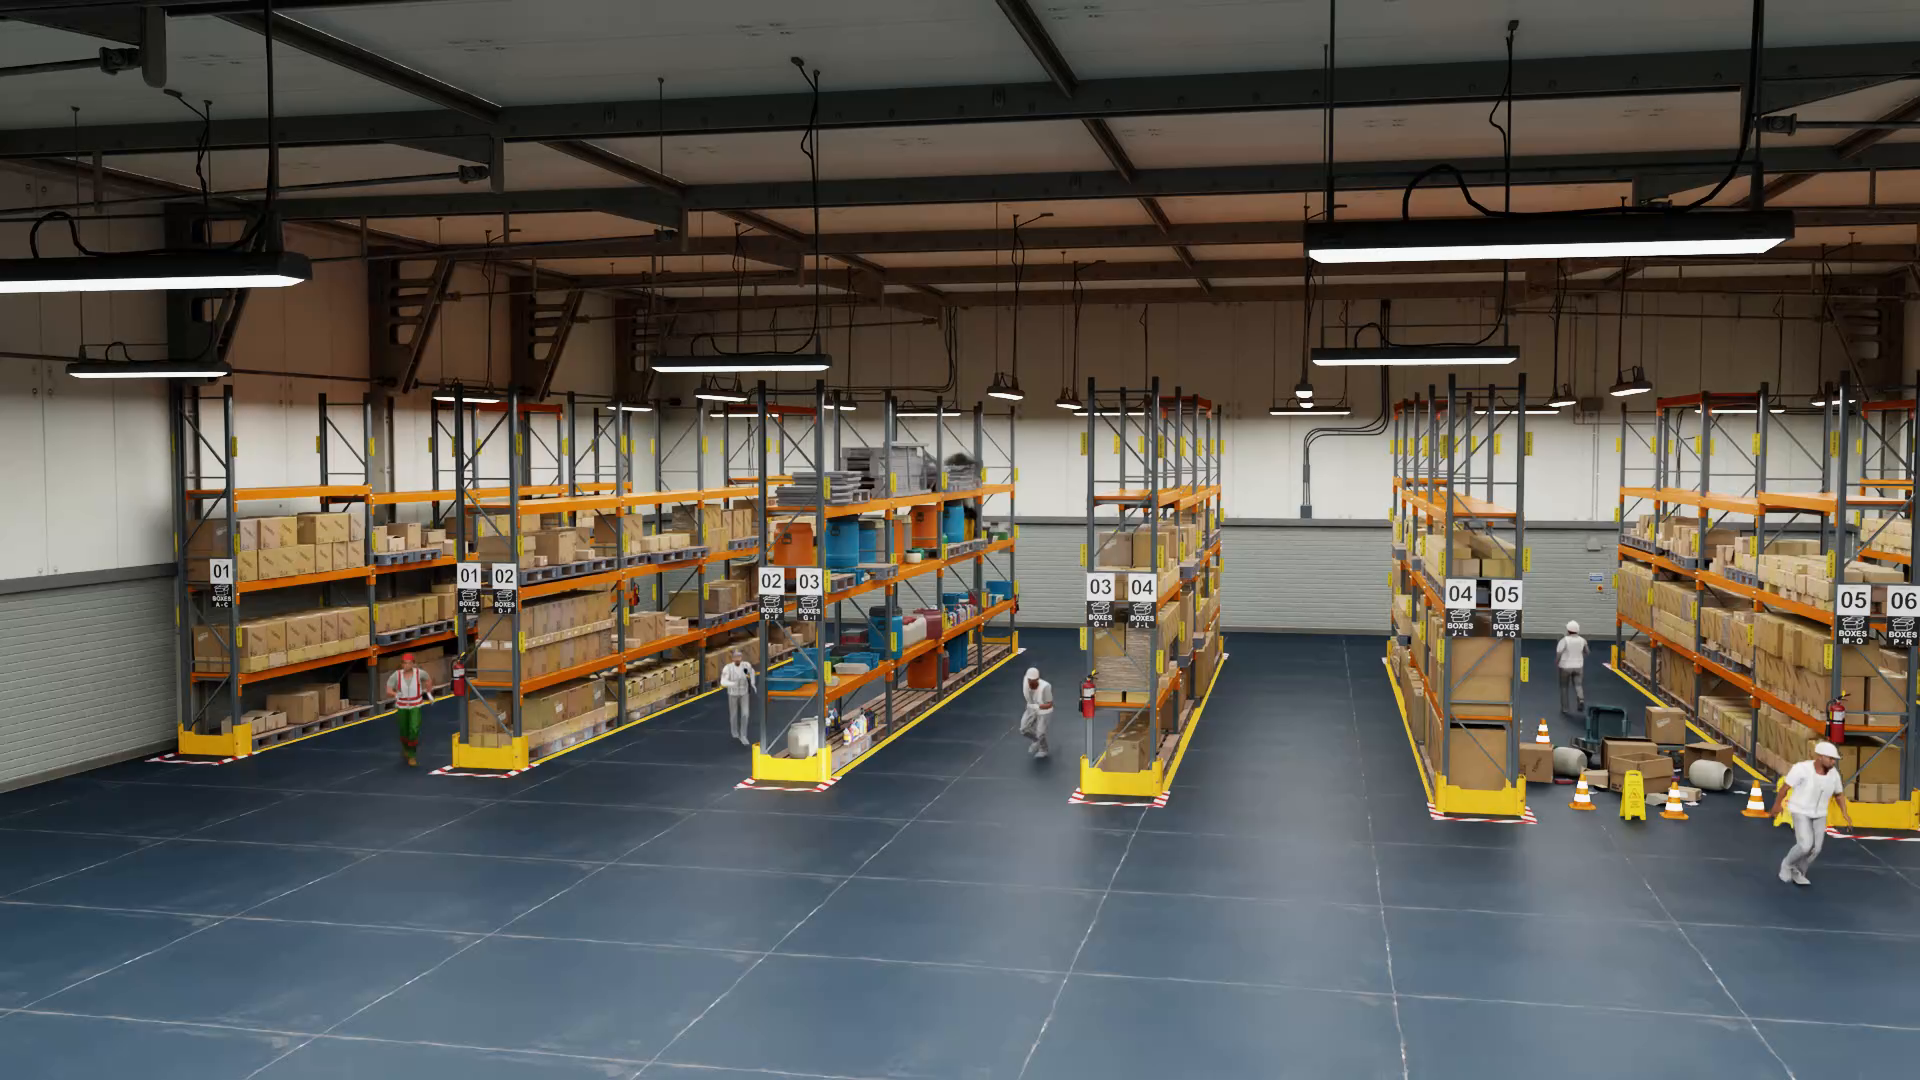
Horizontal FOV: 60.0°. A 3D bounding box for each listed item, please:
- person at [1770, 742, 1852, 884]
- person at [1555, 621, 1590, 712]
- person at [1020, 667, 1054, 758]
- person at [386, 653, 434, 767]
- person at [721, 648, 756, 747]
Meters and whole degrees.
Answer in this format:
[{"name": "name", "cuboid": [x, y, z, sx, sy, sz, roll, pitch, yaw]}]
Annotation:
[{"name": "person", "cuboid": [9.644, 3.094, 18.826, 0.671, 1.684, 0.667, 0, 3, -7]}, {"name": "person", "cuboid": [11.438, 2.381, 31.091, 0.657, 1.749, 0.905, 0, 3, 6]}, {"name": "person", "cuboid": [1.211, 2.743, 26.413, 0.720, 1.526, 1.022, 2, 4, 30]}, {"name": "person", "cuboid": [-8.698, 2.656, 26.319, 0.706, 1.778, 0.944, -1, 3, -13]}, {"name": "person", "cuboid": [-3.731, 2.621, 28.015, 0.606, 1.660, 0.939, -1, 3, -10]}]
